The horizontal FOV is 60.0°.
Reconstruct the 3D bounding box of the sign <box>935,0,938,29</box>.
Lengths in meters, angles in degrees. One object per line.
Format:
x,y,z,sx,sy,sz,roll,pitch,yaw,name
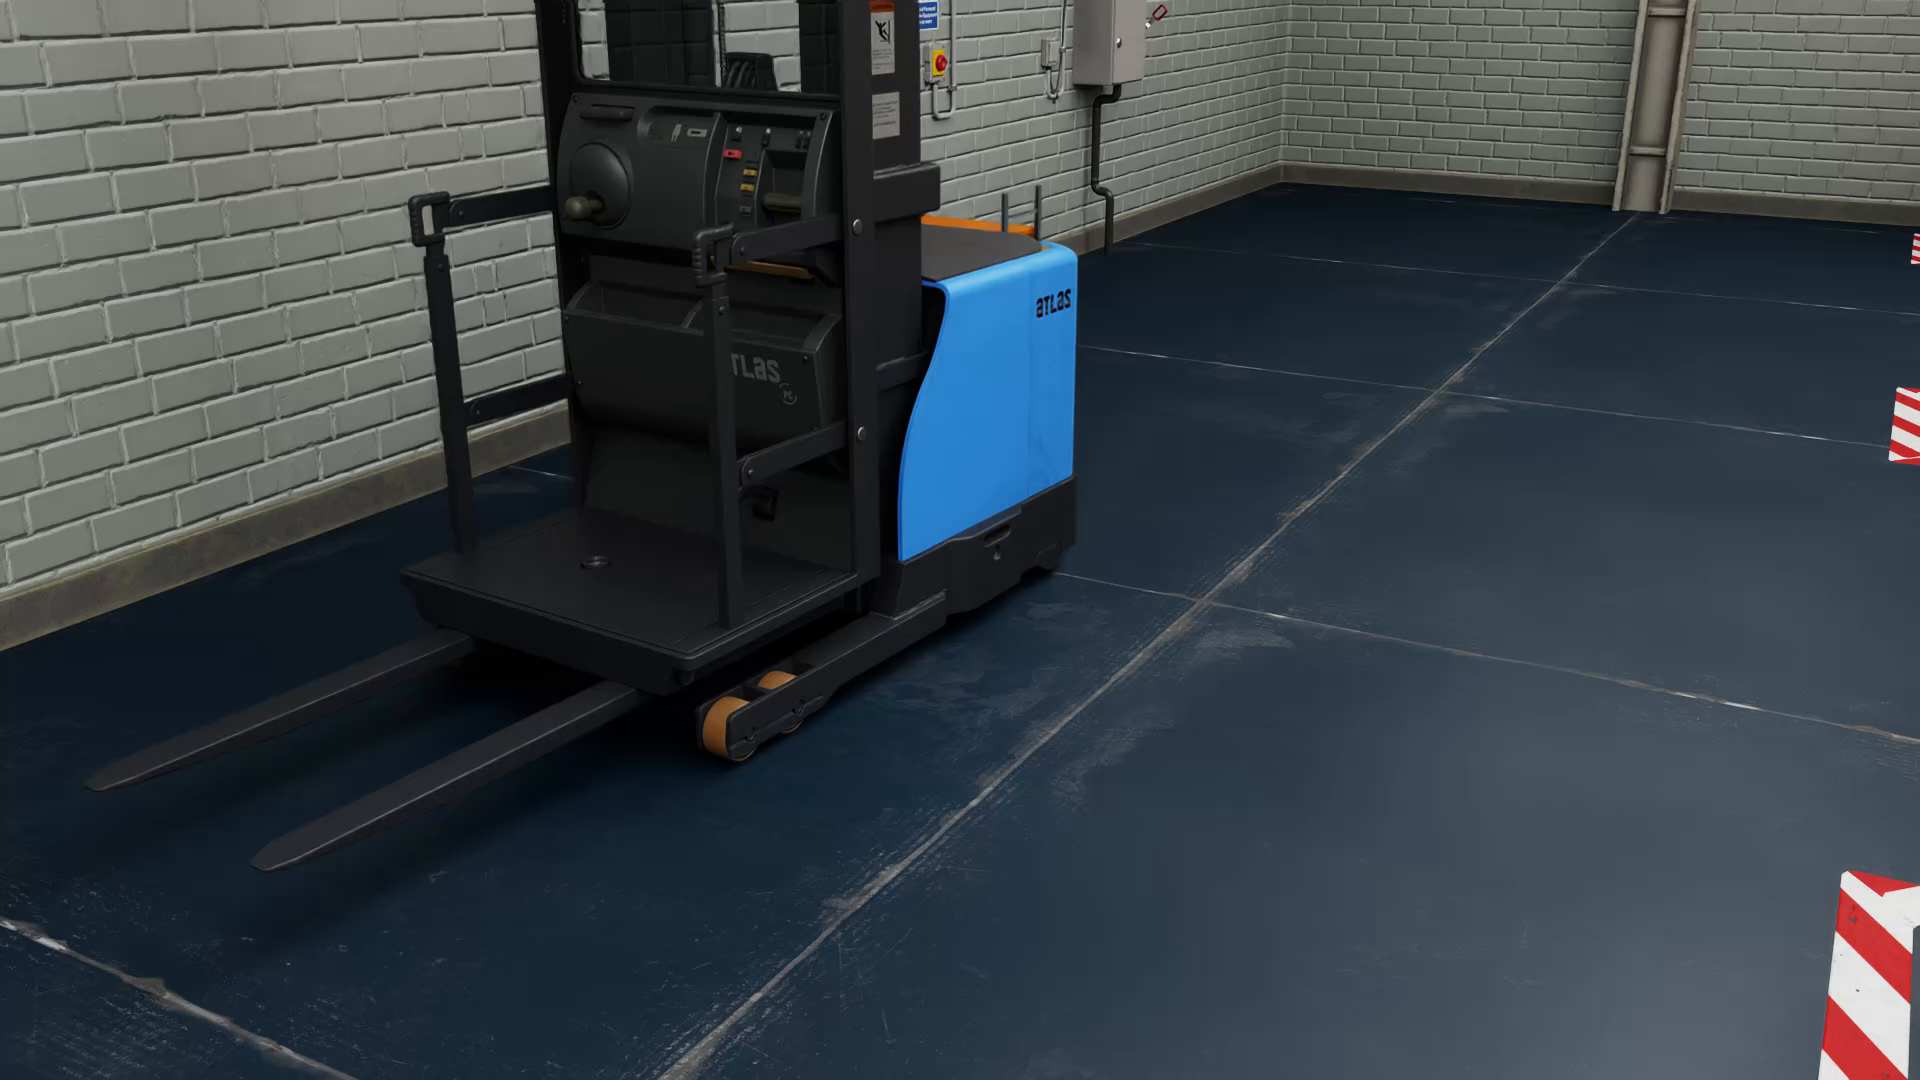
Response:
-0.198,-2.847,8.917,0.001,0.218,0.327,11,23,27,sign

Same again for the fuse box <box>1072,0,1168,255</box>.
1.030,-2.719,10.852,0.414,1.711,0.539,11,23,27,fuse box

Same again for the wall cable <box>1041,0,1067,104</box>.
0.560,-3.625,9.971,0.122,1.984,0.588,11,23,27,wall cable

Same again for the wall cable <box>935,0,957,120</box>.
-0.121,-3.216,8.796,0.123,1.953,0.585,11,23,27,wall cable

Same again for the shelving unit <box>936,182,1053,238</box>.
0.046,-0.685,5.994,0.503,1.200,0.258,13,23,31,shelving unit

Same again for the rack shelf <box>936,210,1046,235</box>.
0.046,-1.054,5.860,0.480,0.148,0.258,13,23,31,rack shelf

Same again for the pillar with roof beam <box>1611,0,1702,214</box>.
3.216,-5.527,7.904,0.400,9.000,9.100,11,23,27,pillar with roof beam

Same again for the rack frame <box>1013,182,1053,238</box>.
0.250,-0.639,5.869,0.015,1.200,0.240,13,23,31,rack frame

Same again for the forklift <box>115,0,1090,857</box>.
-0.801,-1.011,4.355,1.130,2.935,3.031,13,24,31,forklift
